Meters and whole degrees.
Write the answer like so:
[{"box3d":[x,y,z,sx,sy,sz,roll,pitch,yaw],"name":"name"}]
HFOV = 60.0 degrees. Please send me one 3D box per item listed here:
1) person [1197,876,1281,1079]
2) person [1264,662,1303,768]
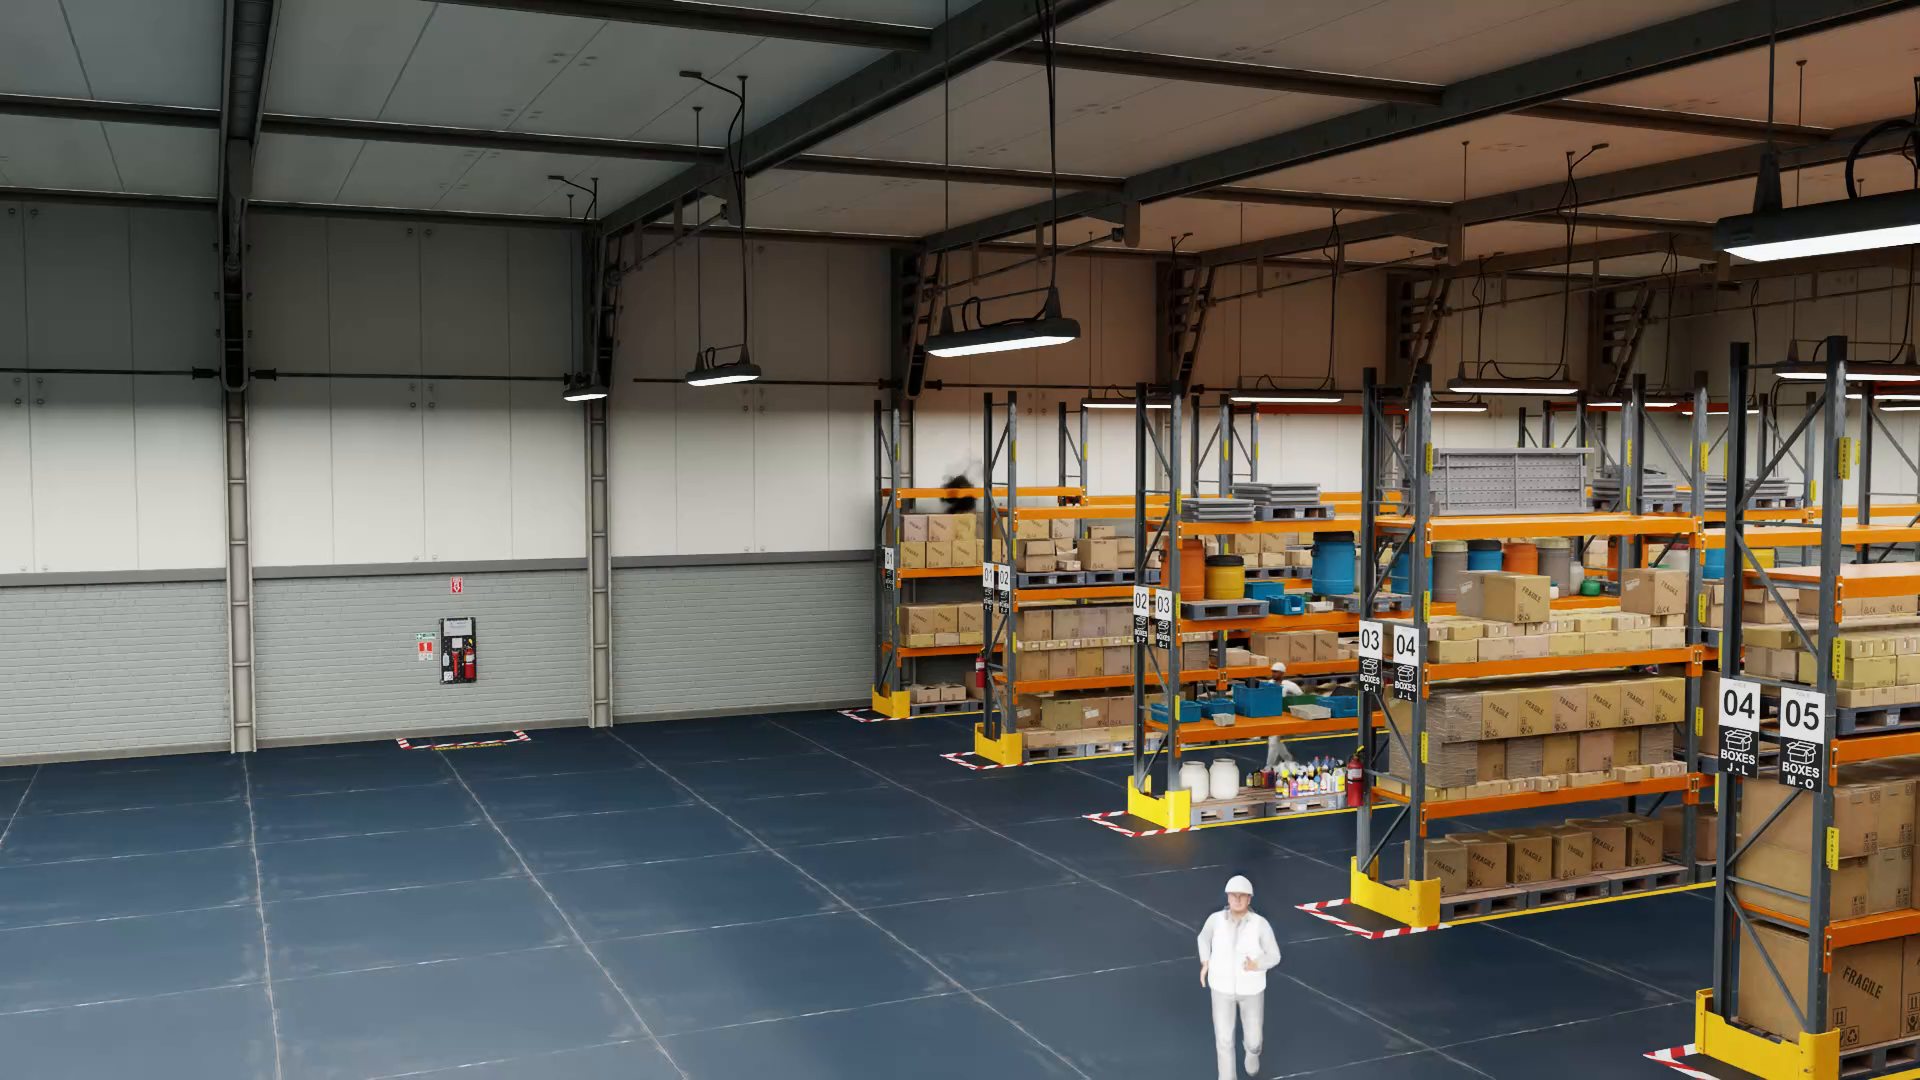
[{"box3d":[2.182,3.516,13.087,0.667,1.750,0.919,1,3,14],"name":"person"},{"box3d":[4.857,2.761,25.552,0.917,1.765,0.701,-3,4,-38],"name":"person"}]
